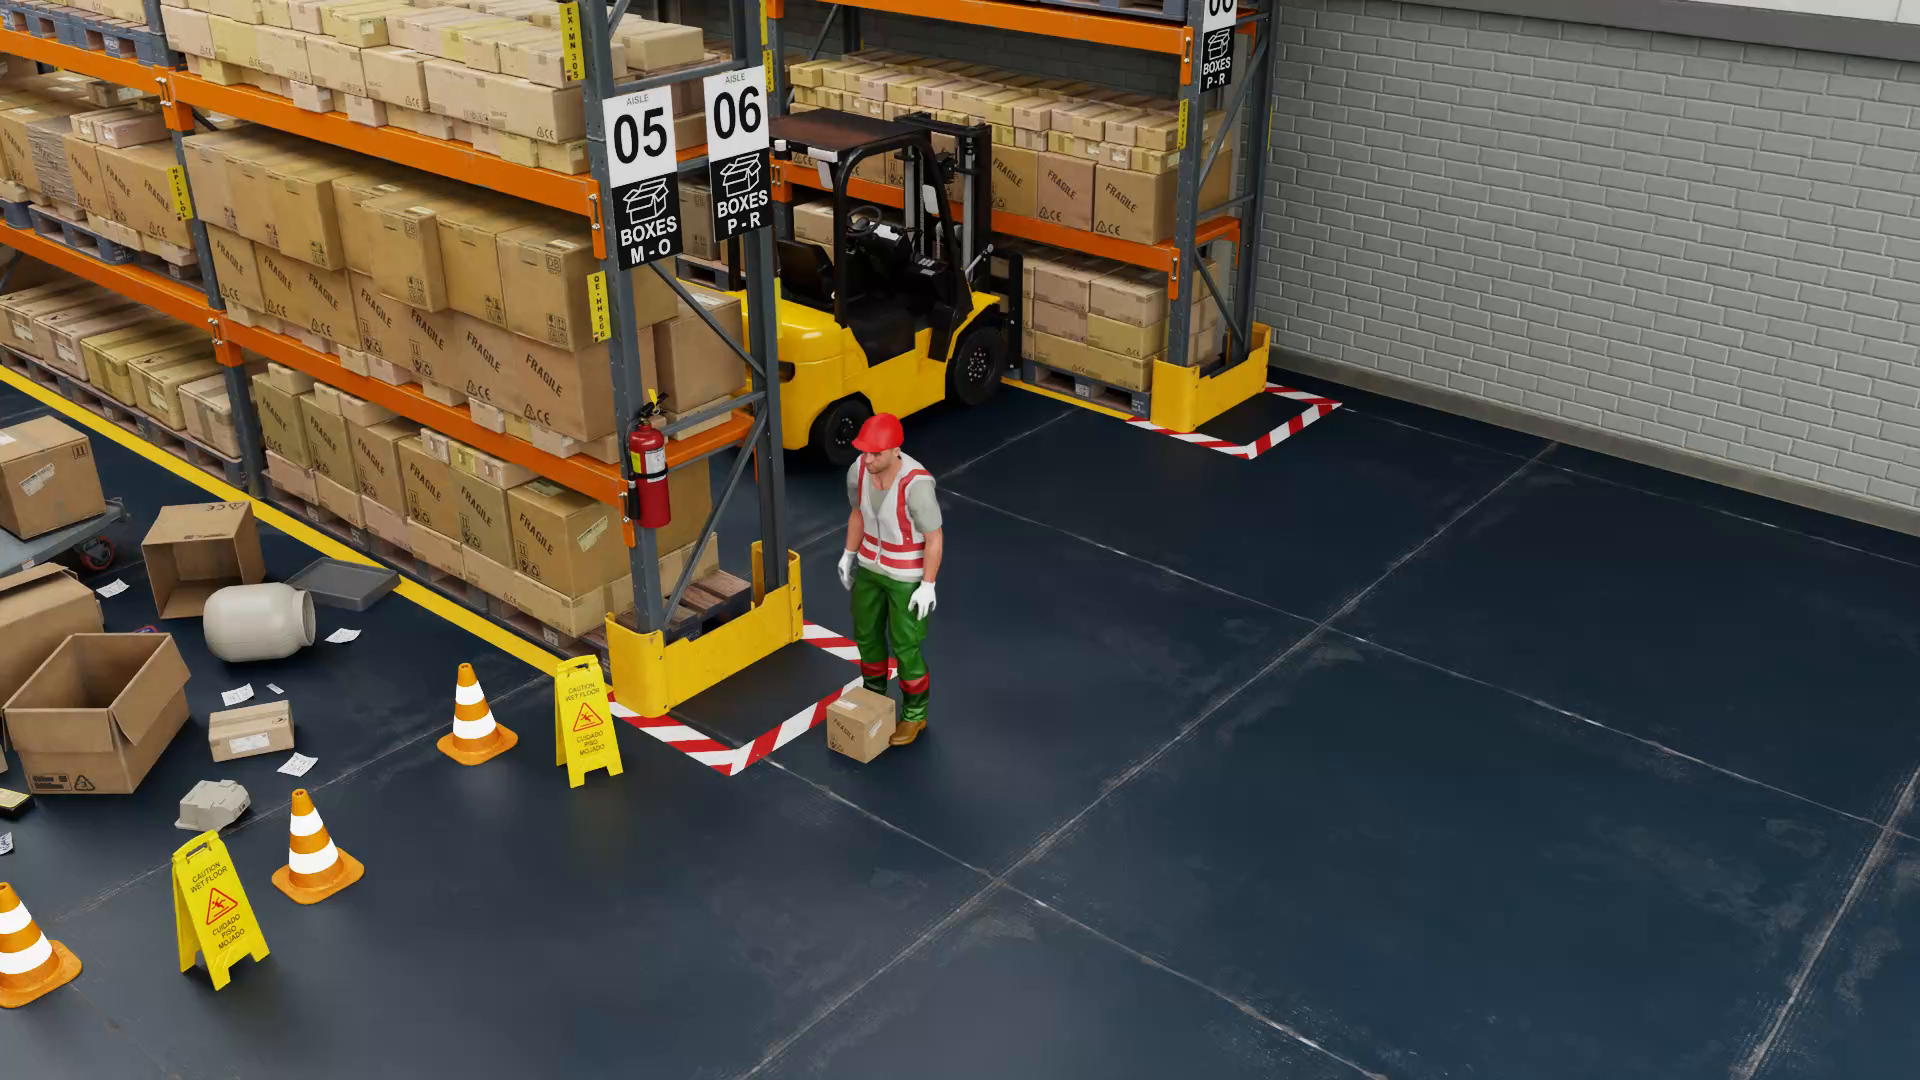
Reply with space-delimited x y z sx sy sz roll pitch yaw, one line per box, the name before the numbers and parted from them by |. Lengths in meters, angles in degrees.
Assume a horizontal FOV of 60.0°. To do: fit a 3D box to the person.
person | -0.357 0.173 8.264 0.604 1.778 0.450 20 33 33
